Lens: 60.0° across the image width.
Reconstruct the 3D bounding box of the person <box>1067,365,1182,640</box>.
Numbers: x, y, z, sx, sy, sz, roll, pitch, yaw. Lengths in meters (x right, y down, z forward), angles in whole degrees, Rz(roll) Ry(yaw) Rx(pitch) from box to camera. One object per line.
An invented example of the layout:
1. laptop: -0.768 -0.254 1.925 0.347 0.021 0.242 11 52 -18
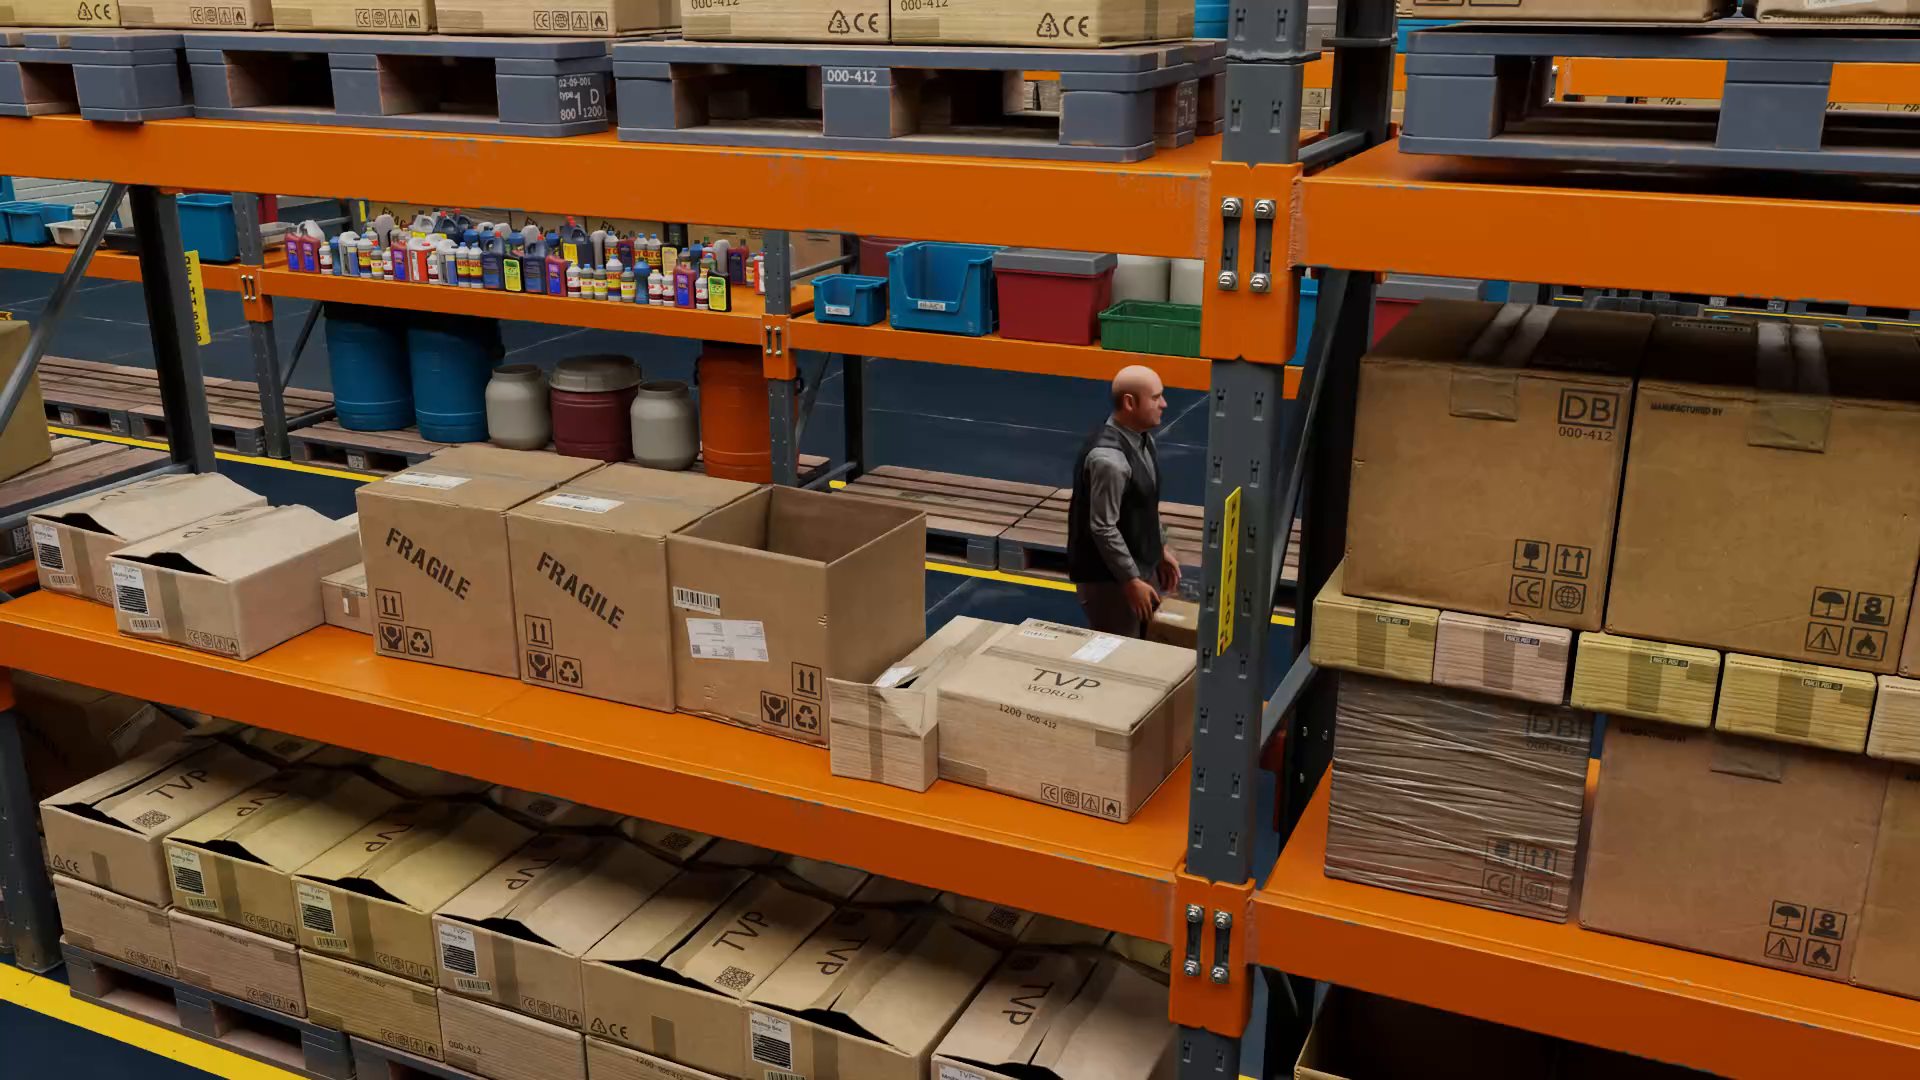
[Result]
1. person: 0.667 0.148 6.660 0.471 1.726 0.556 8 20 22
